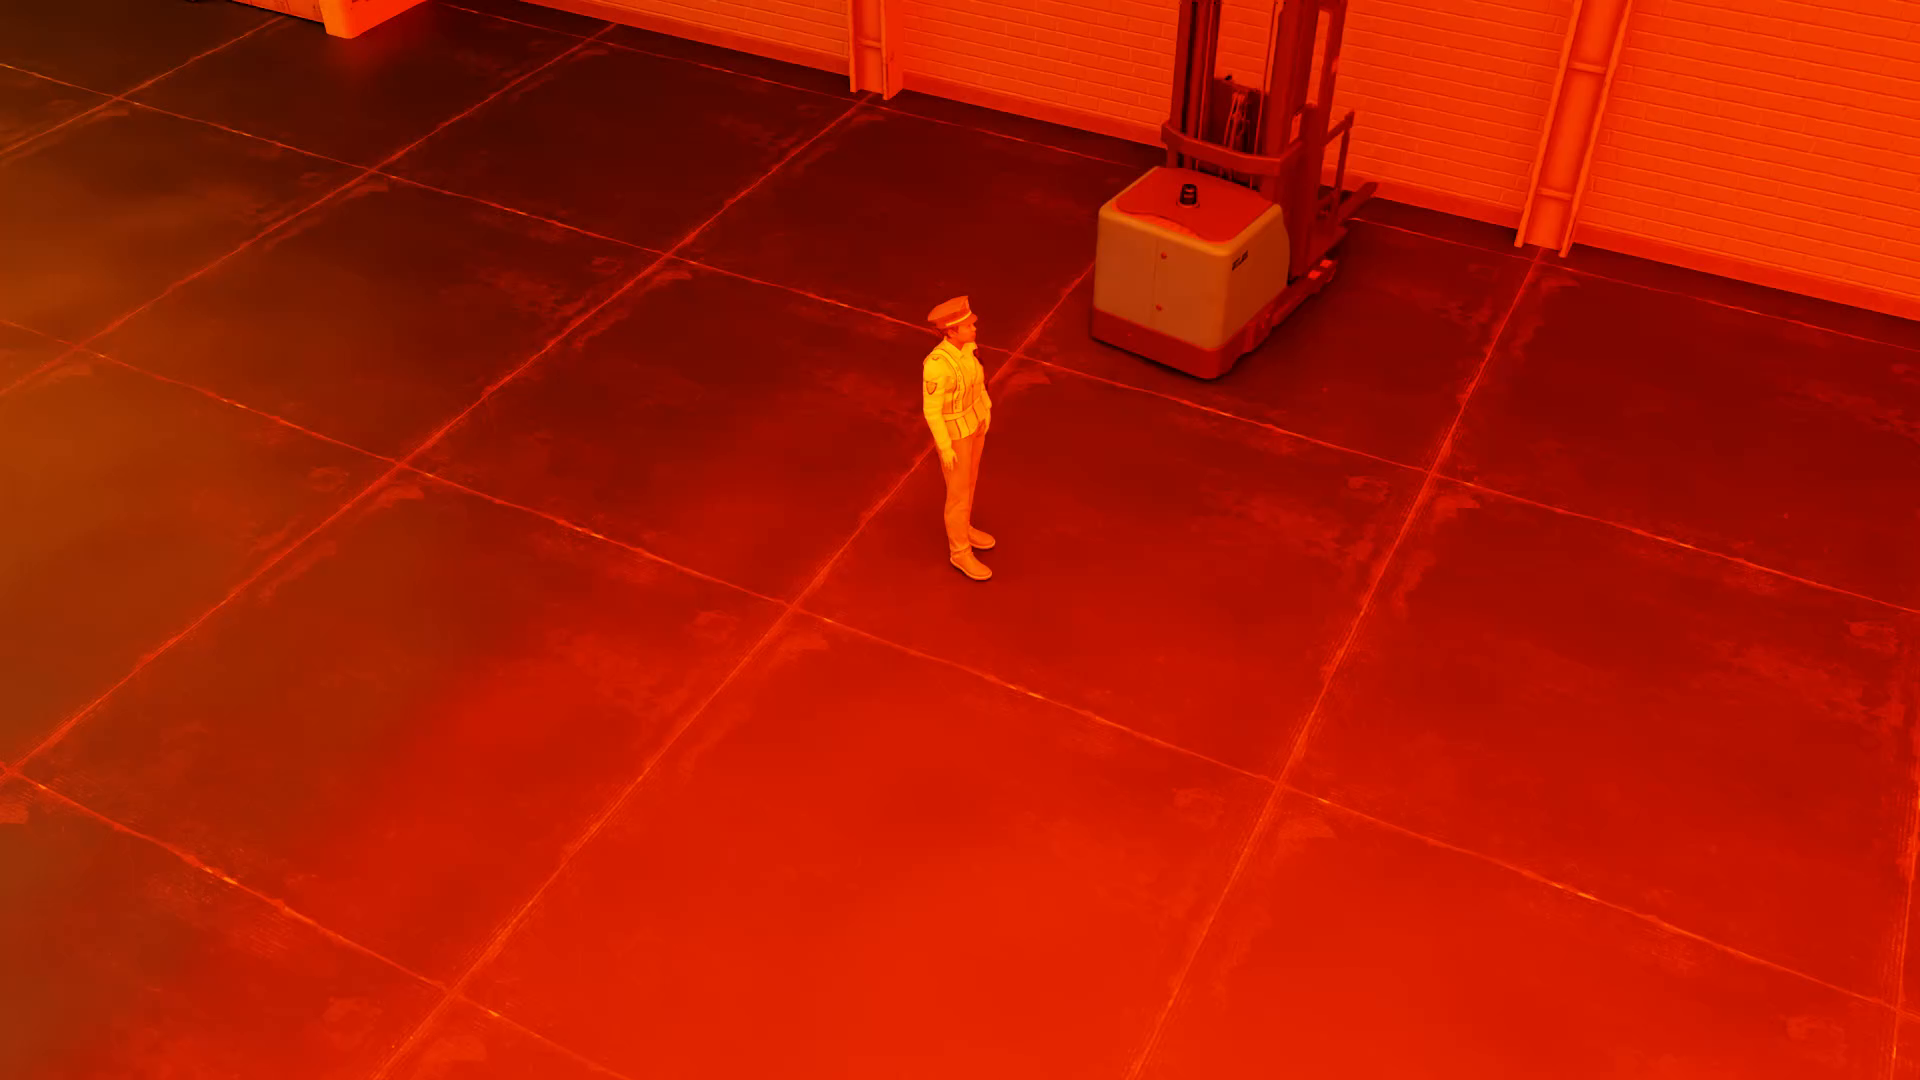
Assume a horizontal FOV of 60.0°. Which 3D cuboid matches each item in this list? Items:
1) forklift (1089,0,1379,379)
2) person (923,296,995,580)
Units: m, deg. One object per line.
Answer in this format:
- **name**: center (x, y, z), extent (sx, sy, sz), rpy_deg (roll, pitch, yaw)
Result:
- **forklift**: center (2.194, -3.137, 11.712), extent (1.130, 2.935, 3.031), rpy_deg (25, 46, 27)
- **person**: center (0.056, -0.630, 9.683), extent (0.533, 1.696, 0.588), rpy_deg (18, 43, 21)
